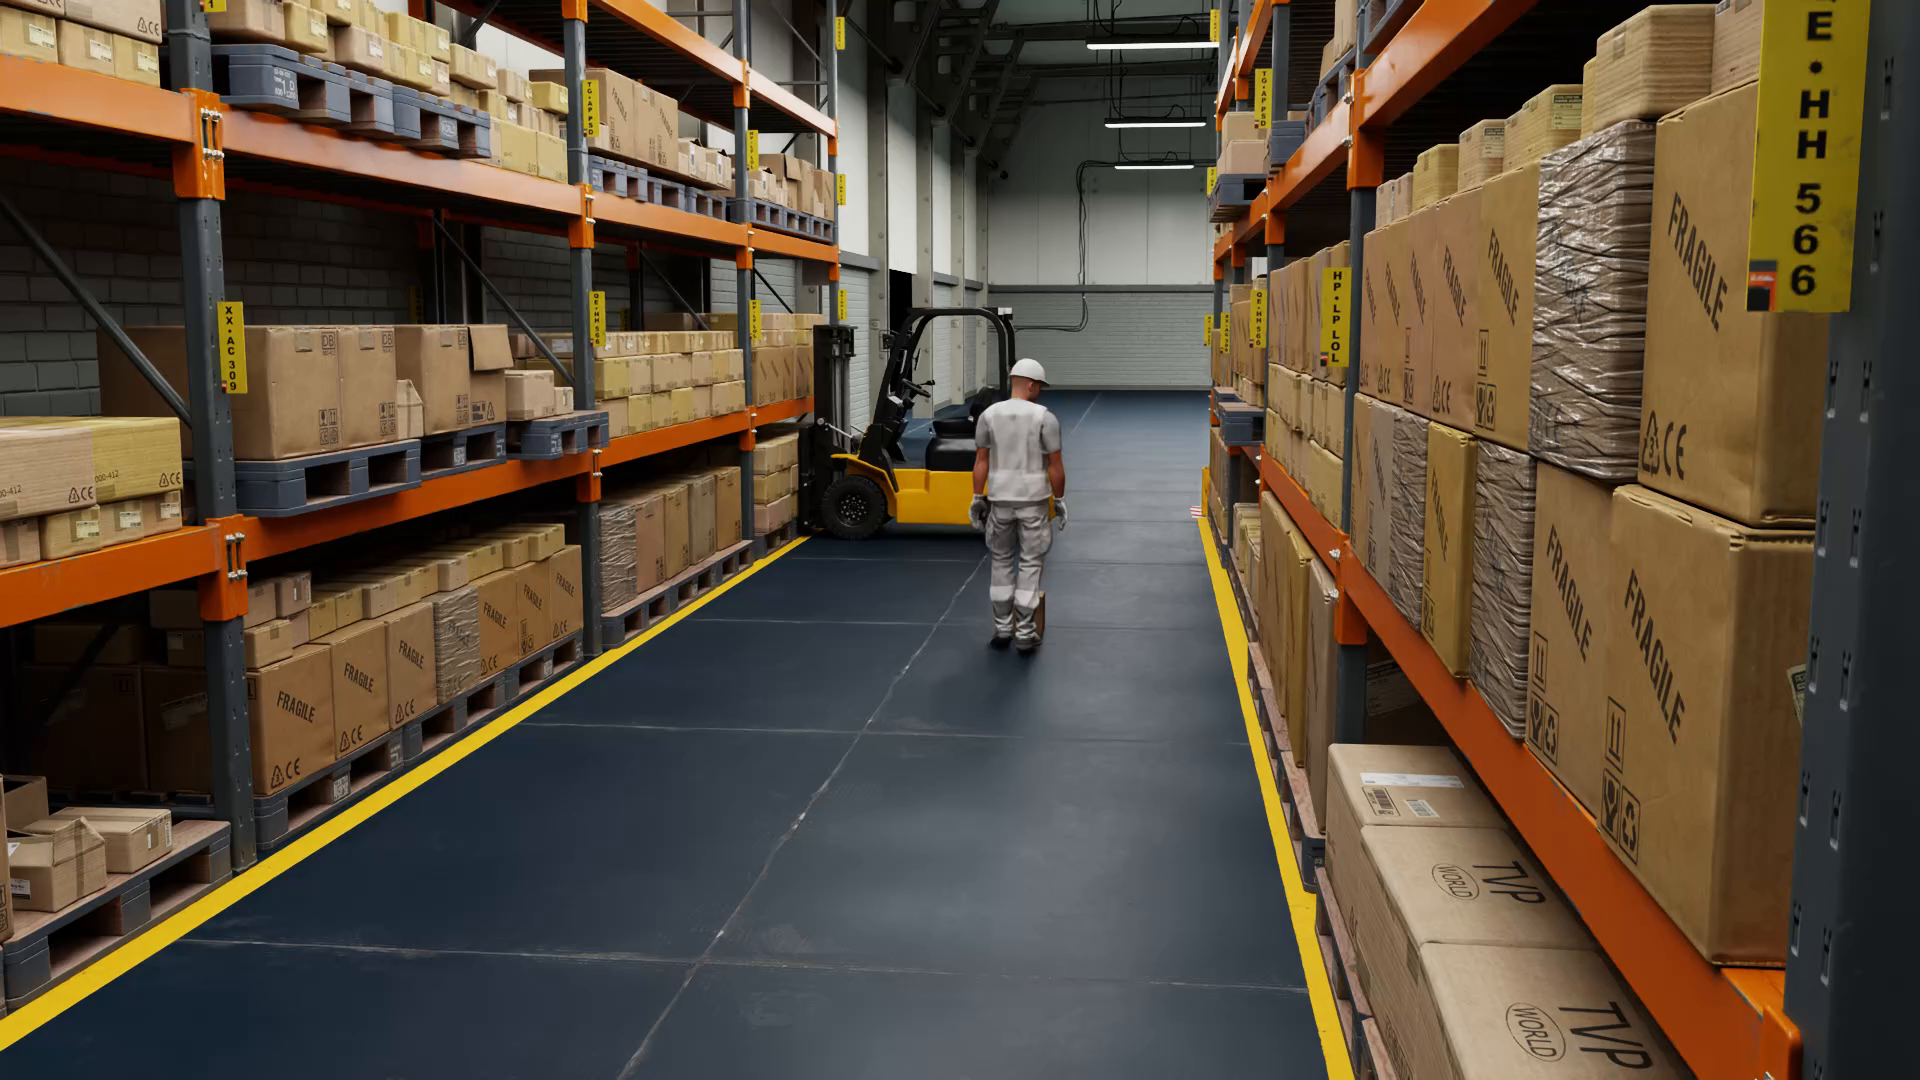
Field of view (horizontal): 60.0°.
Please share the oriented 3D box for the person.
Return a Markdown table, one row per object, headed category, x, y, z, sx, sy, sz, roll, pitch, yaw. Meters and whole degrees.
| category | x | y | z | sx | sy | sz | roll | pitch | yaw |
| --- | --- | --- | --- | --- | --- | --- | --- | --- | --- |
| person | 0.393 | -0.208 | 10.288 | 0.597 | 1.821 | 0.507 | 2 | 8 | 18 |
